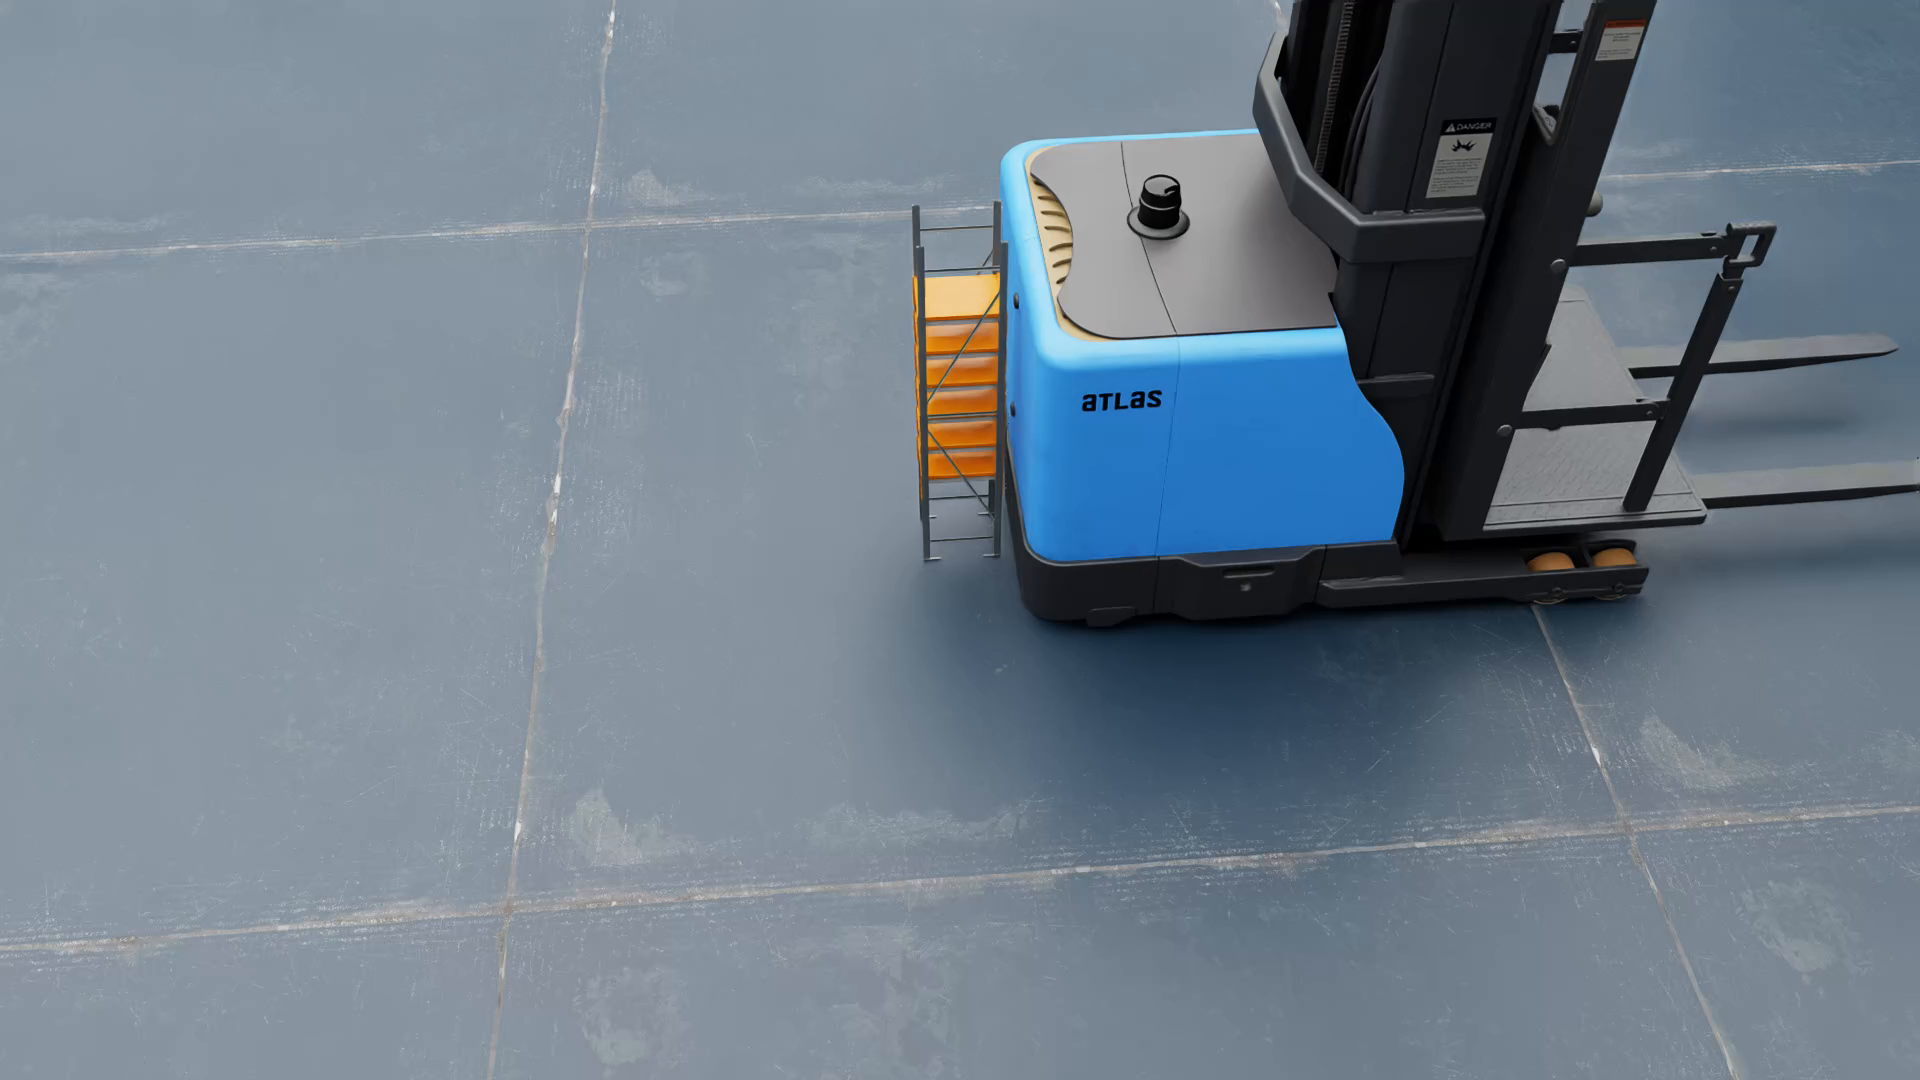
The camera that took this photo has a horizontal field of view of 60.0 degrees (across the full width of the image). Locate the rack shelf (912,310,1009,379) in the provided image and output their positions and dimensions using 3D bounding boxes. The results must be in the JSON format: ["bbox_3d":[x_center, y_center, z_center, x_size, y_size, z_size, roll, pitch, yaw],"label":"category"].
[{"bbox_3d":[-0.001,-0.558,4.682,0.258,0.103,0.180,-3,47,-3],"label":"rack shelf"}]

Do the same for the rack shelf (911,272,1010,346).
[{"bbox_3d":[-0.001,-0.640,4.595,0.258,0.103,0.180,-3,47,-3],"label":"rack shelf"}]

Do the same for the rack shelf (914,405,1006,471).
[{"bbox_3d":[-0.001,-0.310,4.944,0.258,0.103,0.180,-3,47,-3],"label":"rack shelf"}]

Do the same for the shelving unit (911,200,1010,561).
[{"bbox_3d":[-0.001,-0.423,4.824,0.258,1.200,0.189,-3,47,-3],"label":"shelving unit"}]

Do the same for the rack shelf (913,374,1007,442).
[{"bbox_3d":[-0.001,-0.392,4.857,0.258,0.103,0.180,-3,47,-3],"label":"rack shelf"}]

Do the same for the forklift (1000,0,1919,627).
[{"bbox_3d":[1.654,-1.194,4.362,3.031,2.935,1.130,-4,47,-4],"label":"forklift"}]

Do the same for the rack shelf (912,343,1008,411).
[{"bbox_3d":[-0.001,-0.475,4.769,0.258,0.103,0.180,-3,47,-3],"label":"rack shelf"}]

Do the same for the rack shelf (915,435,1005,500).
[{"bbox_3d":[-0.001,-0.227,5.031,0.258,0.103,0.180,-3,47,-3],"label":"rack shelf"}]

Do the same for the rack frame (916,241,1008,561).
[{"bbox_3d":[0.006,-0.357,4.762,0.240,1.200,0.006,-3,47,-3],"label":"rack frame"}]

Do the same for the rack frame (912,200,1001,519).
[{"bbox_3d":[-0.009,-0.489,4.887,0.240,1.200,0.006,-3,47,-3],"label":"rack frame"}]
